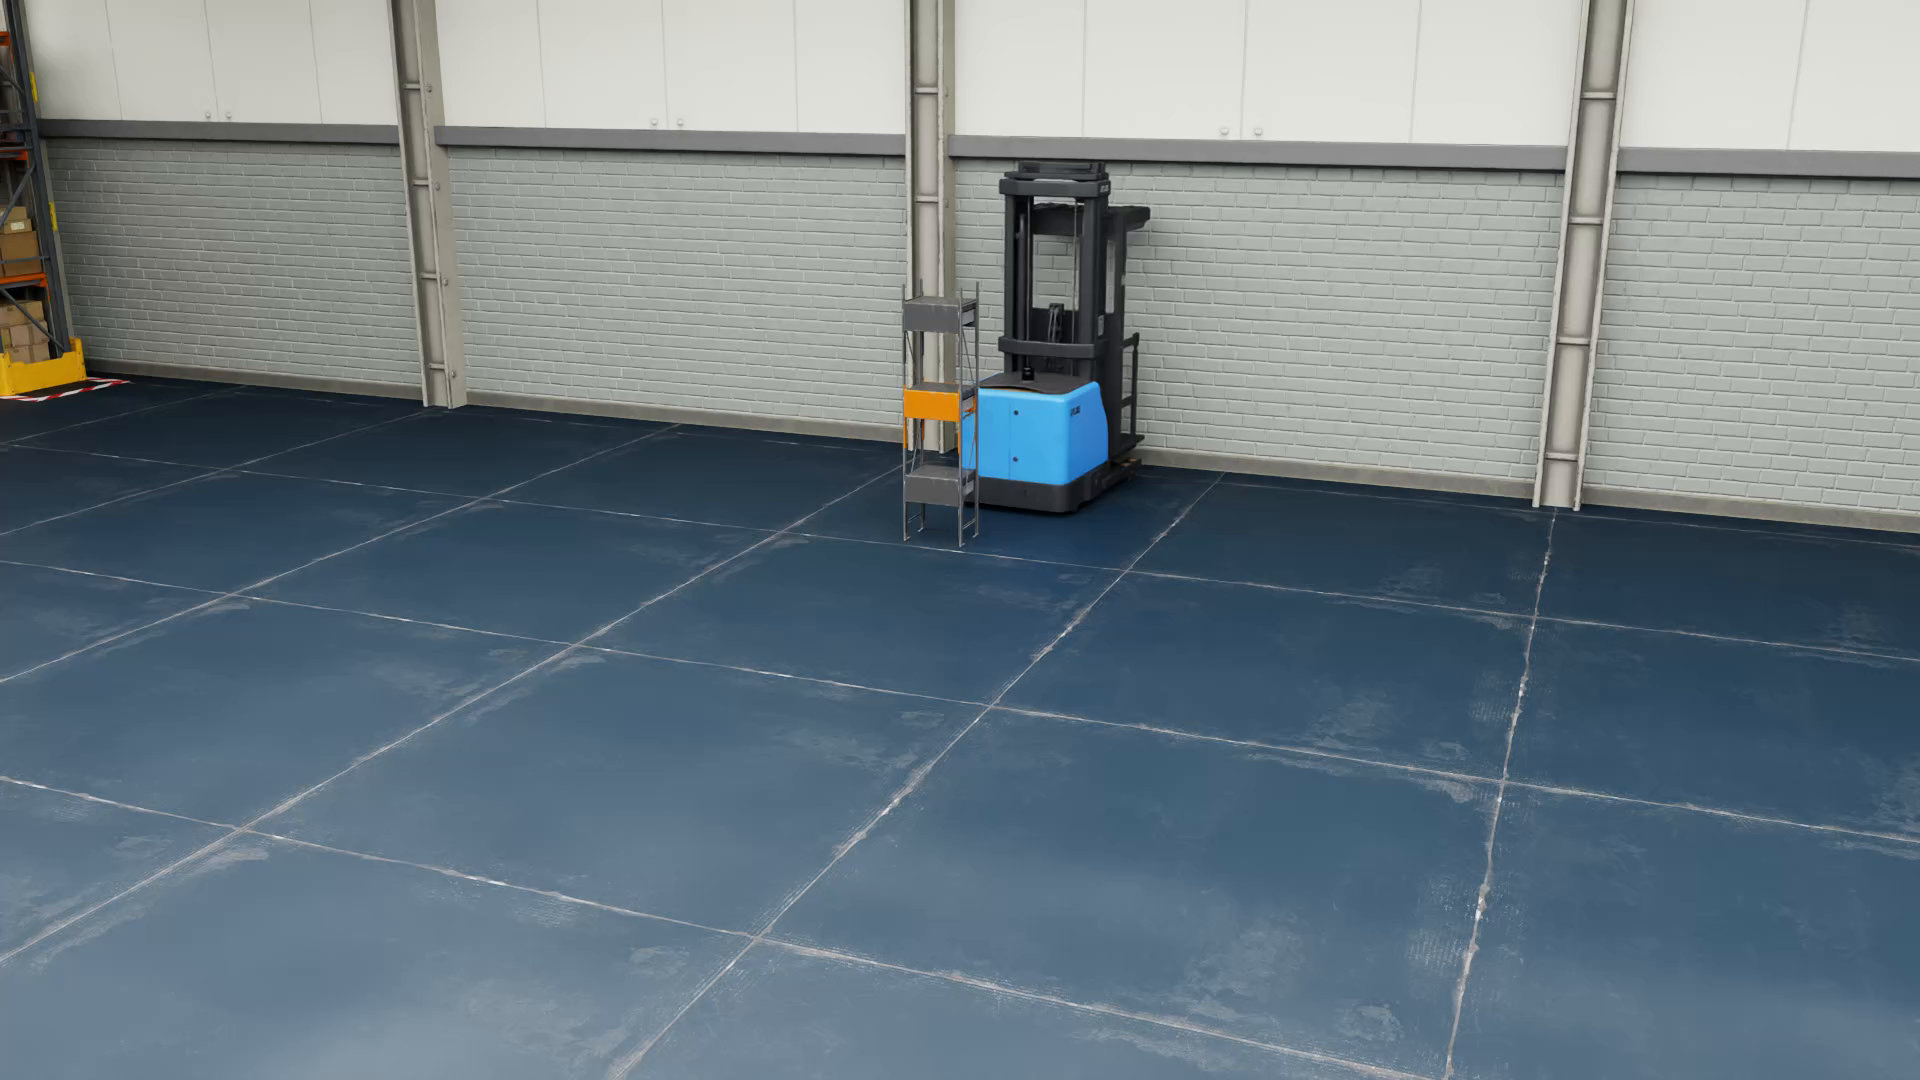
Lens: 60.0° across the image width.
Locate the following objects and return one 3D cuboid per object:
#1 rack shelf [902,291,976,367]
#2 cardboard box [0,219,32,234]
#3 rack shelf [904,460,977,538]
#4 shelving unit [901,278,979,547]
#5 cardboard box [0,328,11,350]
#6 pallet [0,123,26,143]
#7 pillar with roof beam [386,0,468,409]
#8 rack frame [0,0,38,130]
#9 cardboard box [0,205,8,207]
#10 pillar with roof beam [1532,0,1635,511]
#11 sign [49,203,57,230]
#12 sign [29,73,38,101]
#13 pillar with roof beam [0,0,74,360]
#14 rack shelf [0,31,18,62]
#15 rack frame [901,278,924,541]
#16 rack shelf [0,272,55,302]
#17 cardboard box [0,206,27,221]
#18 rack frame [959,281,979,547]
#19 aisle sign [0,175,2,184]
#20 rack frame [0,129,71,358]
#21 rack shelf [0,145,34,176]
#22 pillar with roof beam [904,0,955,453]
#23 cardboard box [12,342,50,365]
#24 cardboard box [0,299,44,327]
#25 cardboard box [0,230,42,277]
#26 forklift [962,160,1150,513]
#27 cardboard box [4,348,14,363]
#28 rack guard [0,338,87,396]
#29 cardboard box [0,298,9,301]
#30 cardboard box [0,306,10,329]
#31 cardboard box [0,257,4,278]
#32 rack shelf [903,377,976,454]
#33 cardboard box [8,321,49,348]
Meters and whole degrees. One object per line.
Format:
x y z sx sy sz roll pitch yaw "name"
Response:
-0.154 -1.684 13.248 0.480 0.518 0.431 6 17 21 "rack shelf"
-11.352 -3.753 19.880 0.250 0.149 0.380 6 17 19 "cardboard box"
-0.154 -0.340 13.638 0.480 0.518 0.431 6 17 21 "rack shelf"
-0.154 -1.025 13.439 0.503 2.100 0.431 6 17 21 "shelving unit"
-11.699 -2.382 19.780 0.500 0.250 0.500 6 17 20 "cardboard box"
-11.780 -4.769 19.499 1.213 0.211 1.003 6 17 21 "pallet"
-7.447 -4.748 13.887 0.400 9.000 9.100 6 17 21 "pillar with roof beam"
-11.132 -6.173 18.796 0.127 3.000 1.000 6 17 21 "rack frame"
-11.590 -3.927 19.946 0.250 0.149 0.380 7 18 23 "cardboard box"
3.716 -3.520 9.658 0.400 9.000 9.100 6 17 21 "pillar with roof beam"
-10.923 -3.889 19.995 0.005 0.325 0.100 6 17 21 "sign"
-10.923 -5.334 19.575 0.005 0.325 0.100 6 17 21 "sign"
-13.028 -5.361 16.001 0.400 9.000 9.100 6 17 21 "pillar with roof beam"
-12.992 -5.840 19.657 4.000 0.370 1.077 6 17 21 "rack shelf"
-0.381 -1.050 13.525 0.015 2.100 0.400 6 17 21 "rack frame"
-12.992 -3.151 20.438 4.000 0.370 1.077 6 17 21 "rack shelf"
-11.366 -3.884 19.796 0.250 0.149 0.380 6 17 20 "cardboard box"
0.073 -1.000 13.353 0.015 2.100 0.400 6 17 21 "rack frame"
-11.178 -4.457 18.985 0.004 0.787 0.394 6 17 21 "aisle sign"
-11.132 -3.292 19.633 0.127 3.000 1.000 6 17 21 "rack frame"
-12.992 -4.592 20.020 4.000 0.370 1.077 6 17 21 "rack shelf"
-1.865 -4.134 11.773 0.400 9.000 9.100 6 17 21 "pillar with roof beam"
-11.517 -2.274 20.305 0.500 0.250 0.500 6 17 21 "cardboard box"
-11.509 -2.752 20.157 0.500 0.250 0.500 6 17 20 "cardboard box"
-11.491 -3.463 20.041 0.500 0.500 0.500 7 18 22 "cardboard box"
1.069 -2.008 15.335 1.130 2.935 3.031 8 18 24 "forklift"
-11.685 -2.139 19.841 0.500 0.250 0.500 6 17 21 "cardboard box"
-11.109 -2.089 19.973 0.348 0.500 1.175 6 17 21 "rack guard"
-11.976 -2.802 20.329 0.500 0.250 0.500 6 17 21 "cardboard box"
-11.675 -2.620 19.702 0.500 0.250 0.500 7 18 22 "cardboard box"
-11.686 -3.322 19.558 0.500 0.500 0.500 6 17 19 "cardboard box"
-0.154 -1.012 13.443 0.480 0.518 0.431 6 17 21 "rack shelf"
-11.493 -2.515 20.239 0.500 0.250 0.500 7 17 22 "cardboard box"
